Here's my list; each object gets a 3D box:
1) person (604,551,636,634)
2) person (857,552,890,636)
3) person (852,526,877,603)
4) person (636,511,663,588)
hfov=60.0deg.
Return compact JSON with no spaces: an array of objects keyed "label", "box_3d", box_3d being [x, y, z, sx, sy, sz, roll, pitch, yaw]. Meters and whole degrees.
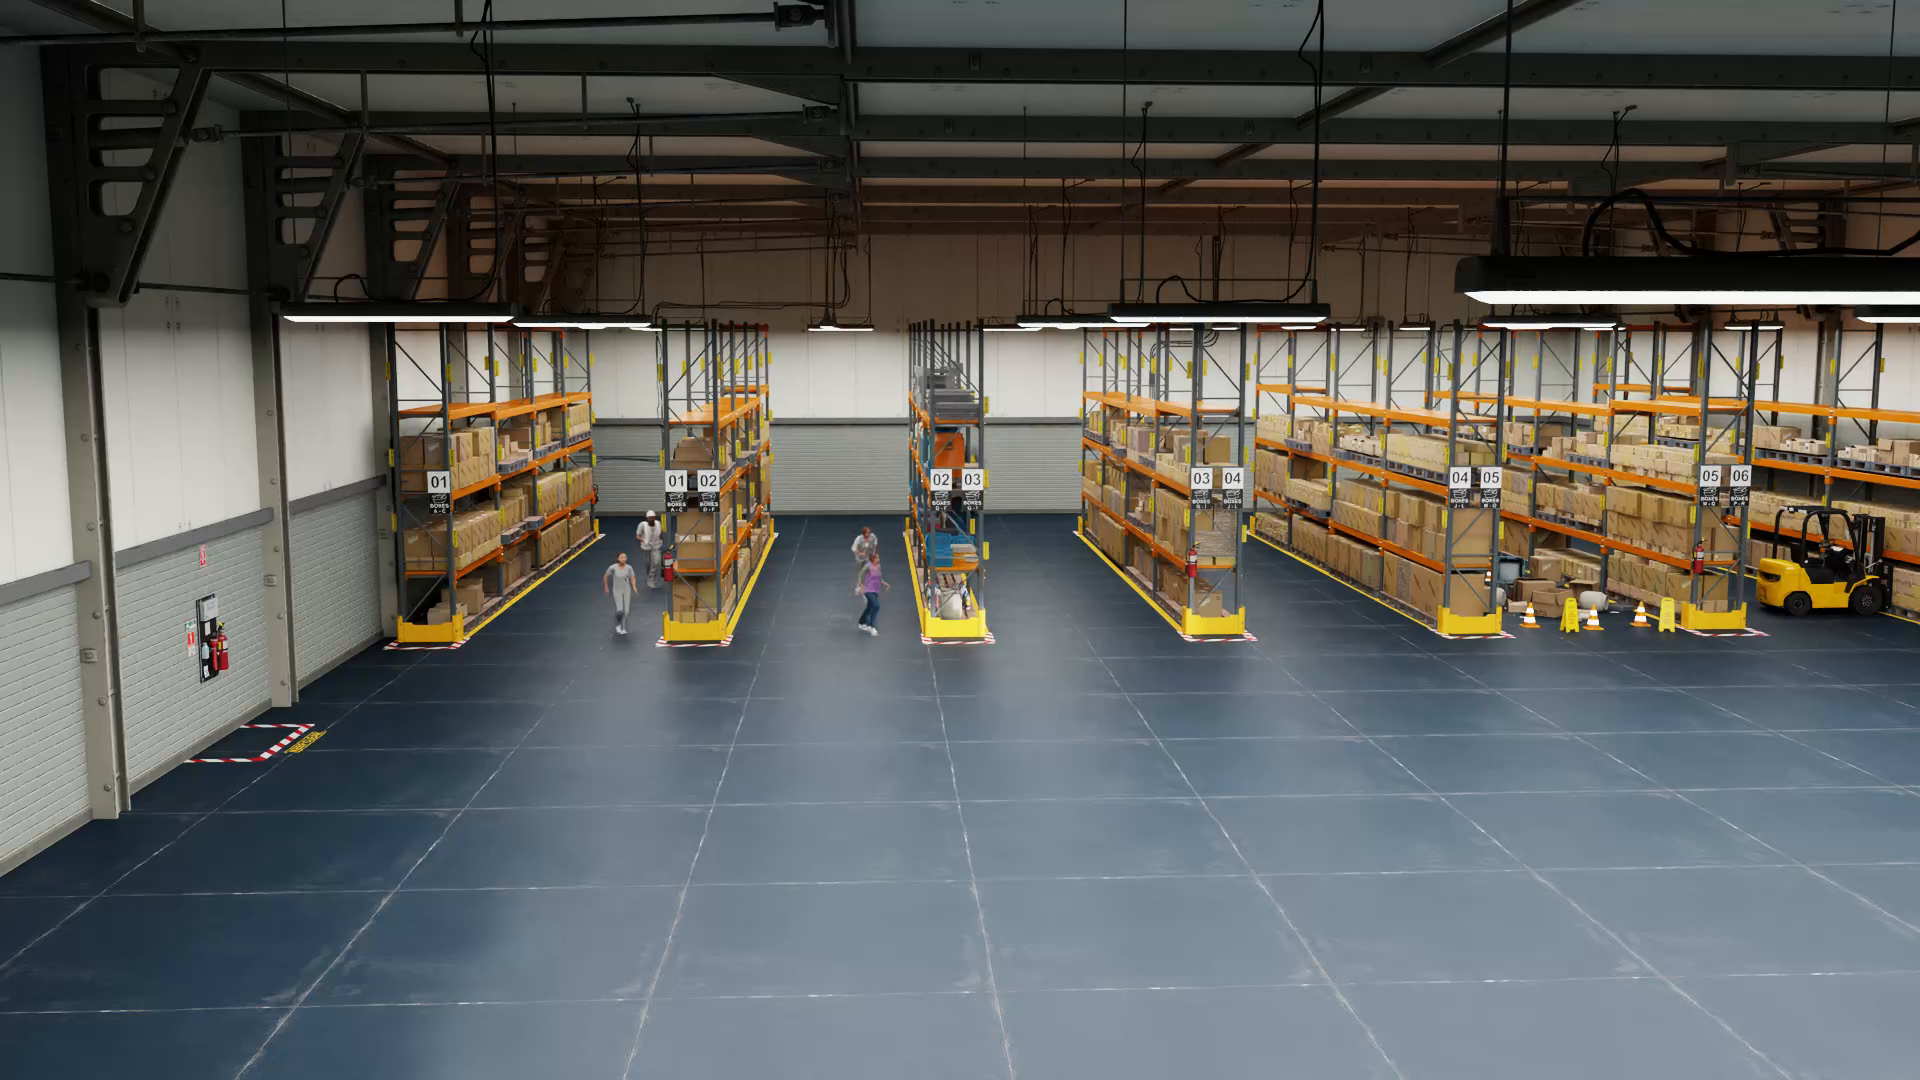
[{"label":"person","box_3d":[-6.456,1.011,31.710,0.562,1.612,0.667,-4,8,-27]},{"label":"person","box_3d":[-1.688,1.024,31.776,0.797,1.622,0.443,6,9,39]},{"label":"person","box_3d":[-2.002,0.464,34.430,0.576,1.583,0.862,-3,7,-19]},{"label":"person","box_3d":[-7.051,0.187,37.731,0.652,1.753,0.863,-3,8,-20]}]
